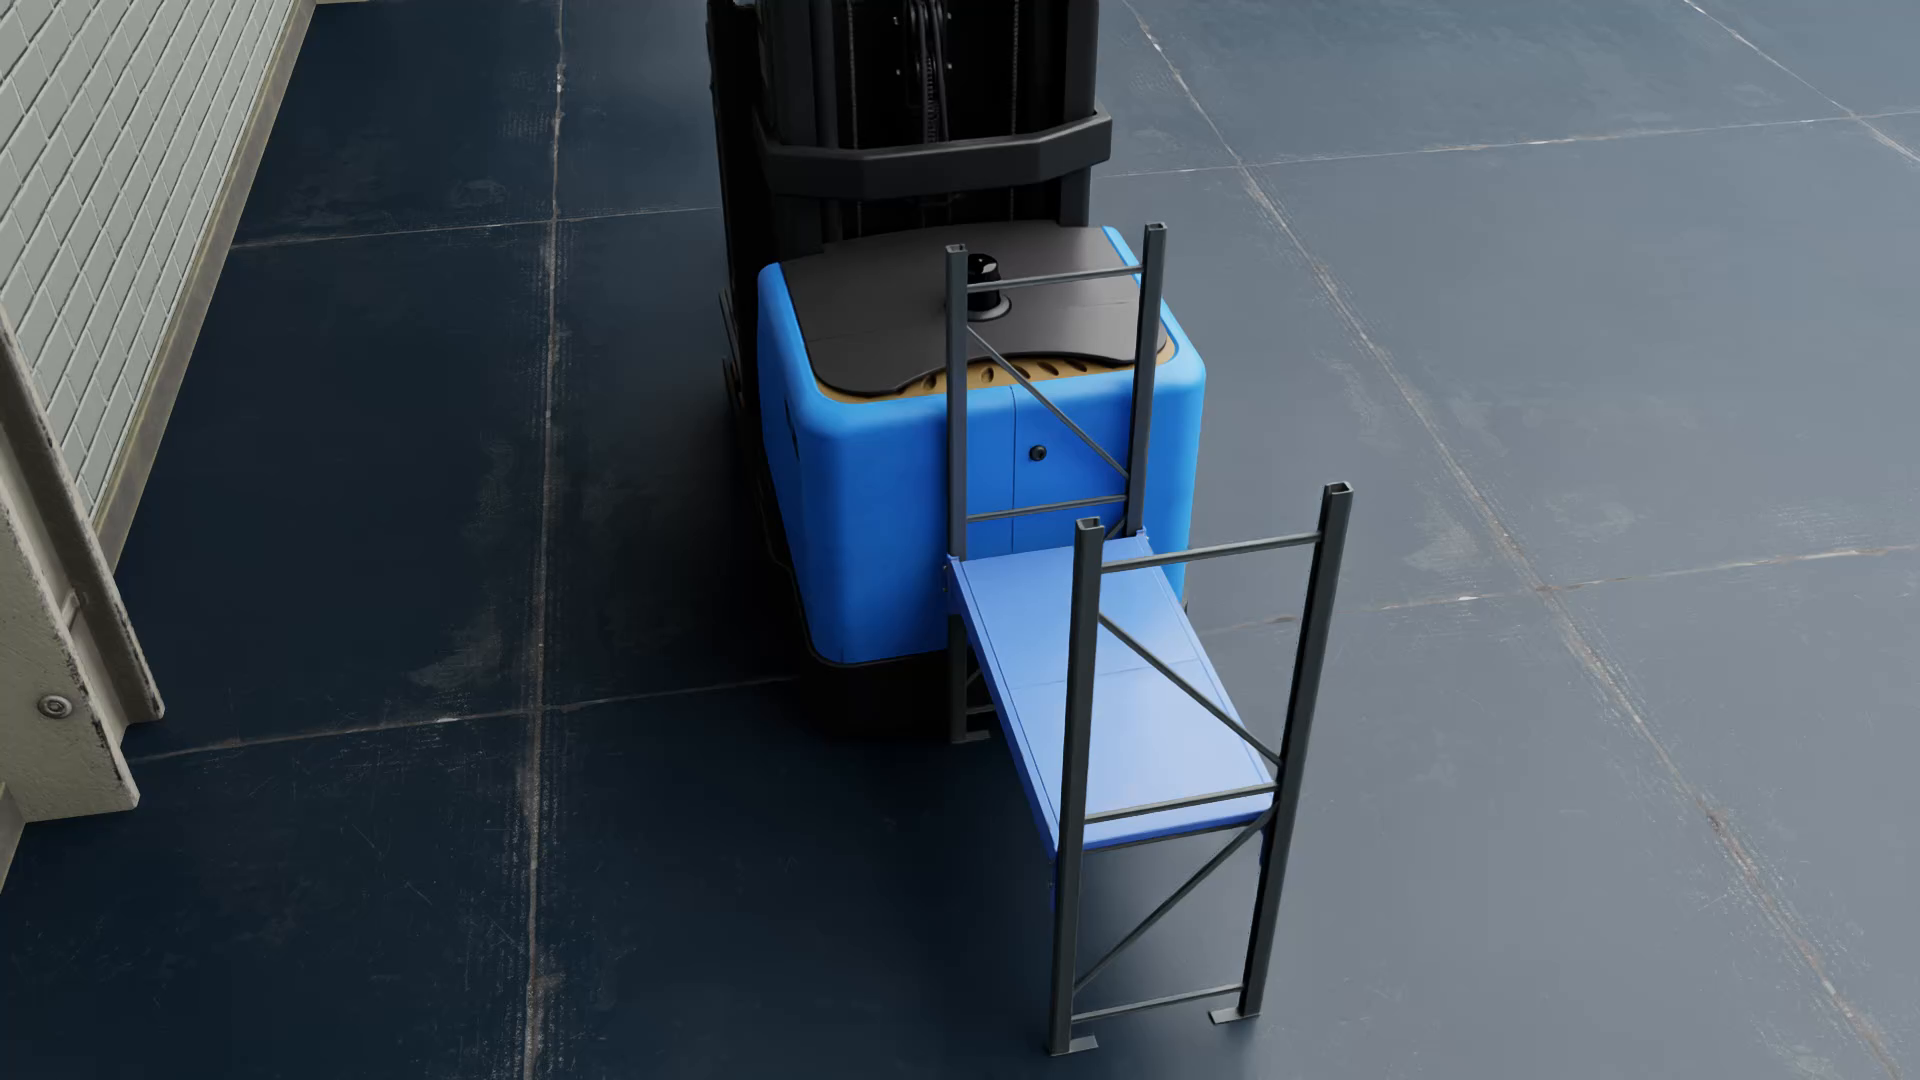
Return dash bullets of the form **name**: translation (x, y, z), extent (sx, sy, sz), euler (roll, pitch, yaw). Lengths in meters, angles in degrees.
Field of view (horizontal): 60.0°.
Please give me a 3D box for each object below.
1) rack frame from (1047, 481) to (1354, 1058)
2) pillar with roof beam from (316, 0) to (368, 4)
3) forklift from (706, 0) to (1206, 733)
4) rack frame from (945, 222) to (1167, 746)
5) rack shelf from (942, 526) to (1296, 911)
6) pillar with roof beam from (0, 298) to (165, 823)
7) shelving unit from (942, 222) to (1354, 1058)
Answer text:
- **rack frame**: translation (0.445, 0.531, 3.343), extent (0.500, 1.500, 0.032), euler (-8, 39, -10)
- **pillar with roof beam**: translation (0.845, -7.042, 6.979), extent (9.100, 9.000, 0.400), euler (-6, 38, -8)
- **forklift**: translation (-0.208, -1.546, 4.850), extent (1.130, 2.935, 3.031), euler (-8, 39, -10)
- **rack frame**: translation (0.215, -0.076, 4.125), extent (0.500, 1.500, 0.032), euler (-8, 39, -10)
- **rack shelf**: translation (0.330, 0.370, 3.845), extent (0.538, 0.185, 1.000), euler (-8, 39, -10)
- **pillar with roof beam**: translation (1.897, -3.418, 2.314), extent (9.100, 9.000, 0.400), euler (-6, 38, -8)
- **shelving unit**: translation (0.330, 0.228, 3.734), extent (0.538, 1.500, 1.048), euler (-8, 39, -10)
